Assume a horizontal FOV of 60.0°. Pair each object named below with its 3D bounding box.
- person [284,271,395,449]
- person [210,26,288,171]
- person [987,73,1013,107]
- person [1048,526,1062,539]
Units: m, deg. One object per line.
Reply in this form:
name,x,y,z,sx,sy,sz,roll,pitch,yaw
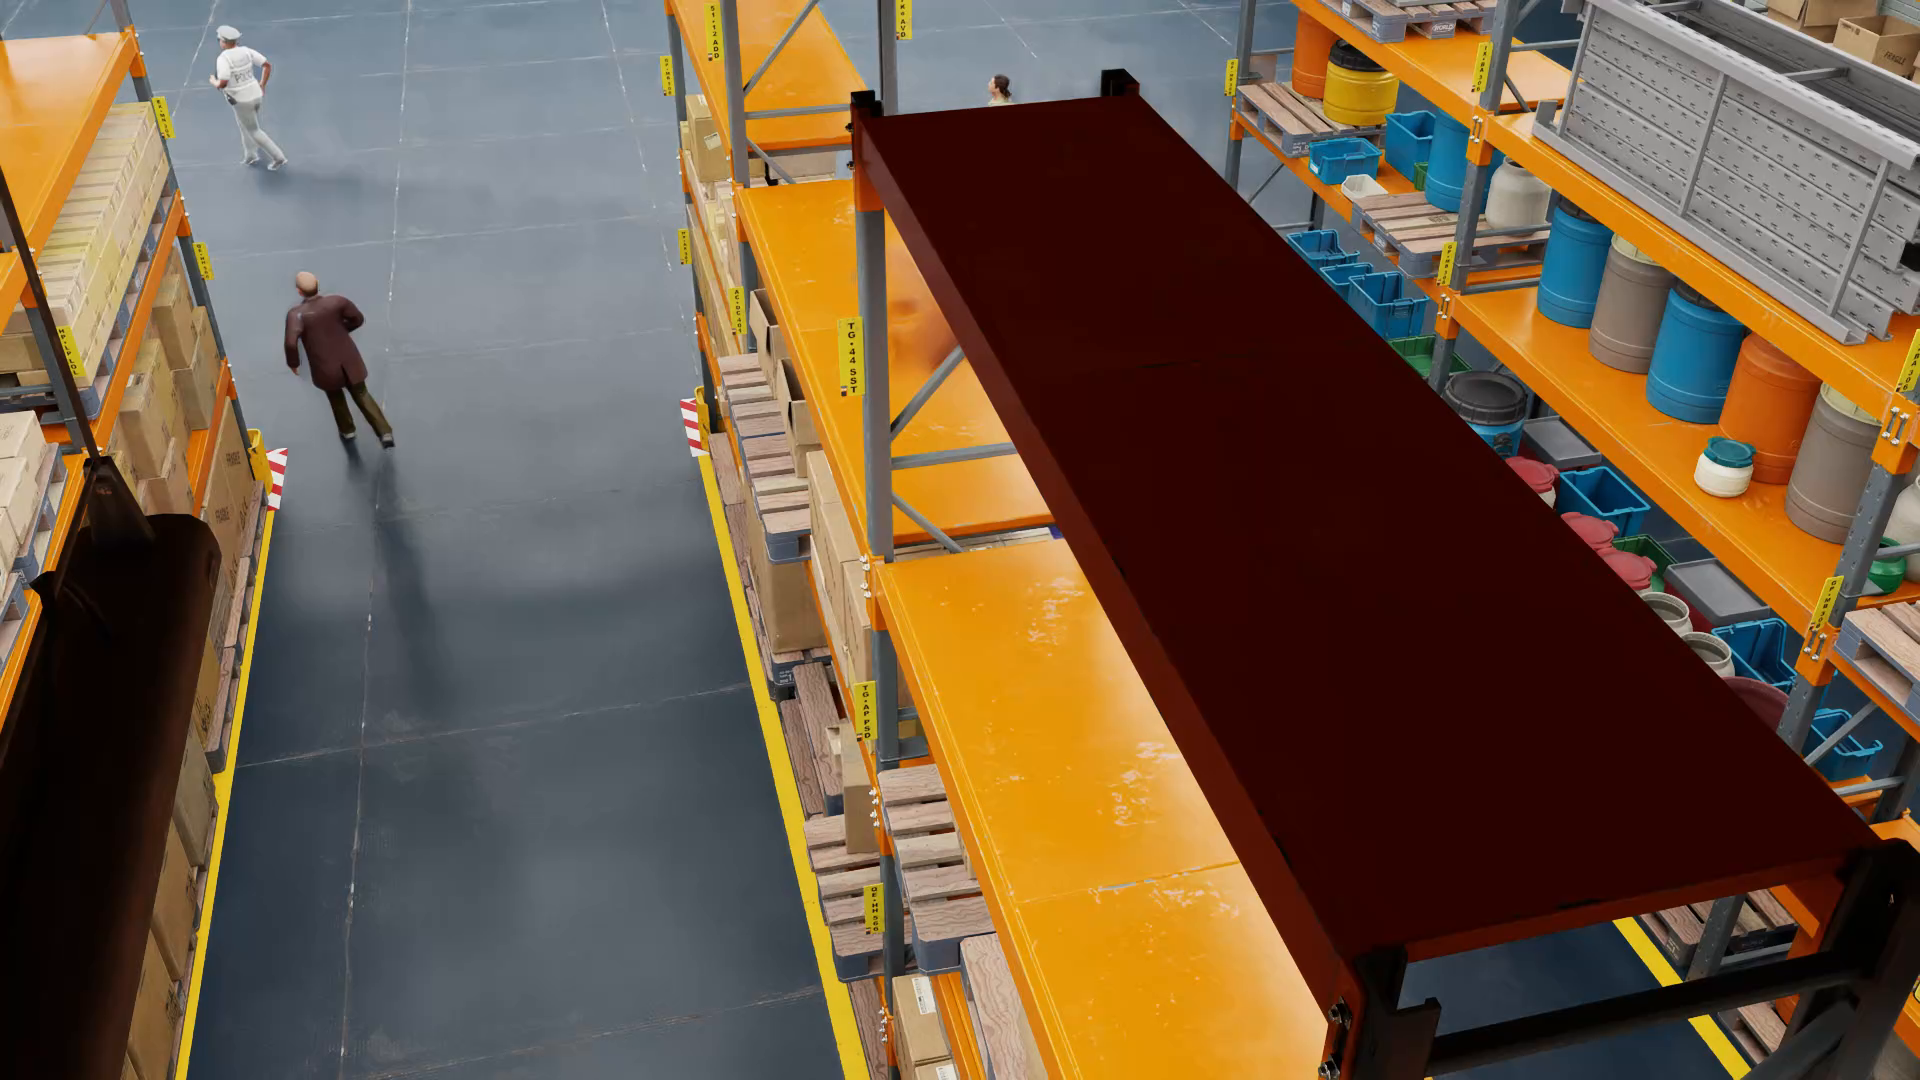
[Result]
person,-5.599,-1.556,14.789,0.763,1.767,0.977,-24,41,-30
person,-8.747,-5.366,20.364,0.832,1.826,0.650,9,36,13
person,0.469,-4.661,19.459,0.597,1.624,0.596,2,34,4
person,0.542,-0.452,13.211,0.607,1.605,0.734,-17,38,-23
